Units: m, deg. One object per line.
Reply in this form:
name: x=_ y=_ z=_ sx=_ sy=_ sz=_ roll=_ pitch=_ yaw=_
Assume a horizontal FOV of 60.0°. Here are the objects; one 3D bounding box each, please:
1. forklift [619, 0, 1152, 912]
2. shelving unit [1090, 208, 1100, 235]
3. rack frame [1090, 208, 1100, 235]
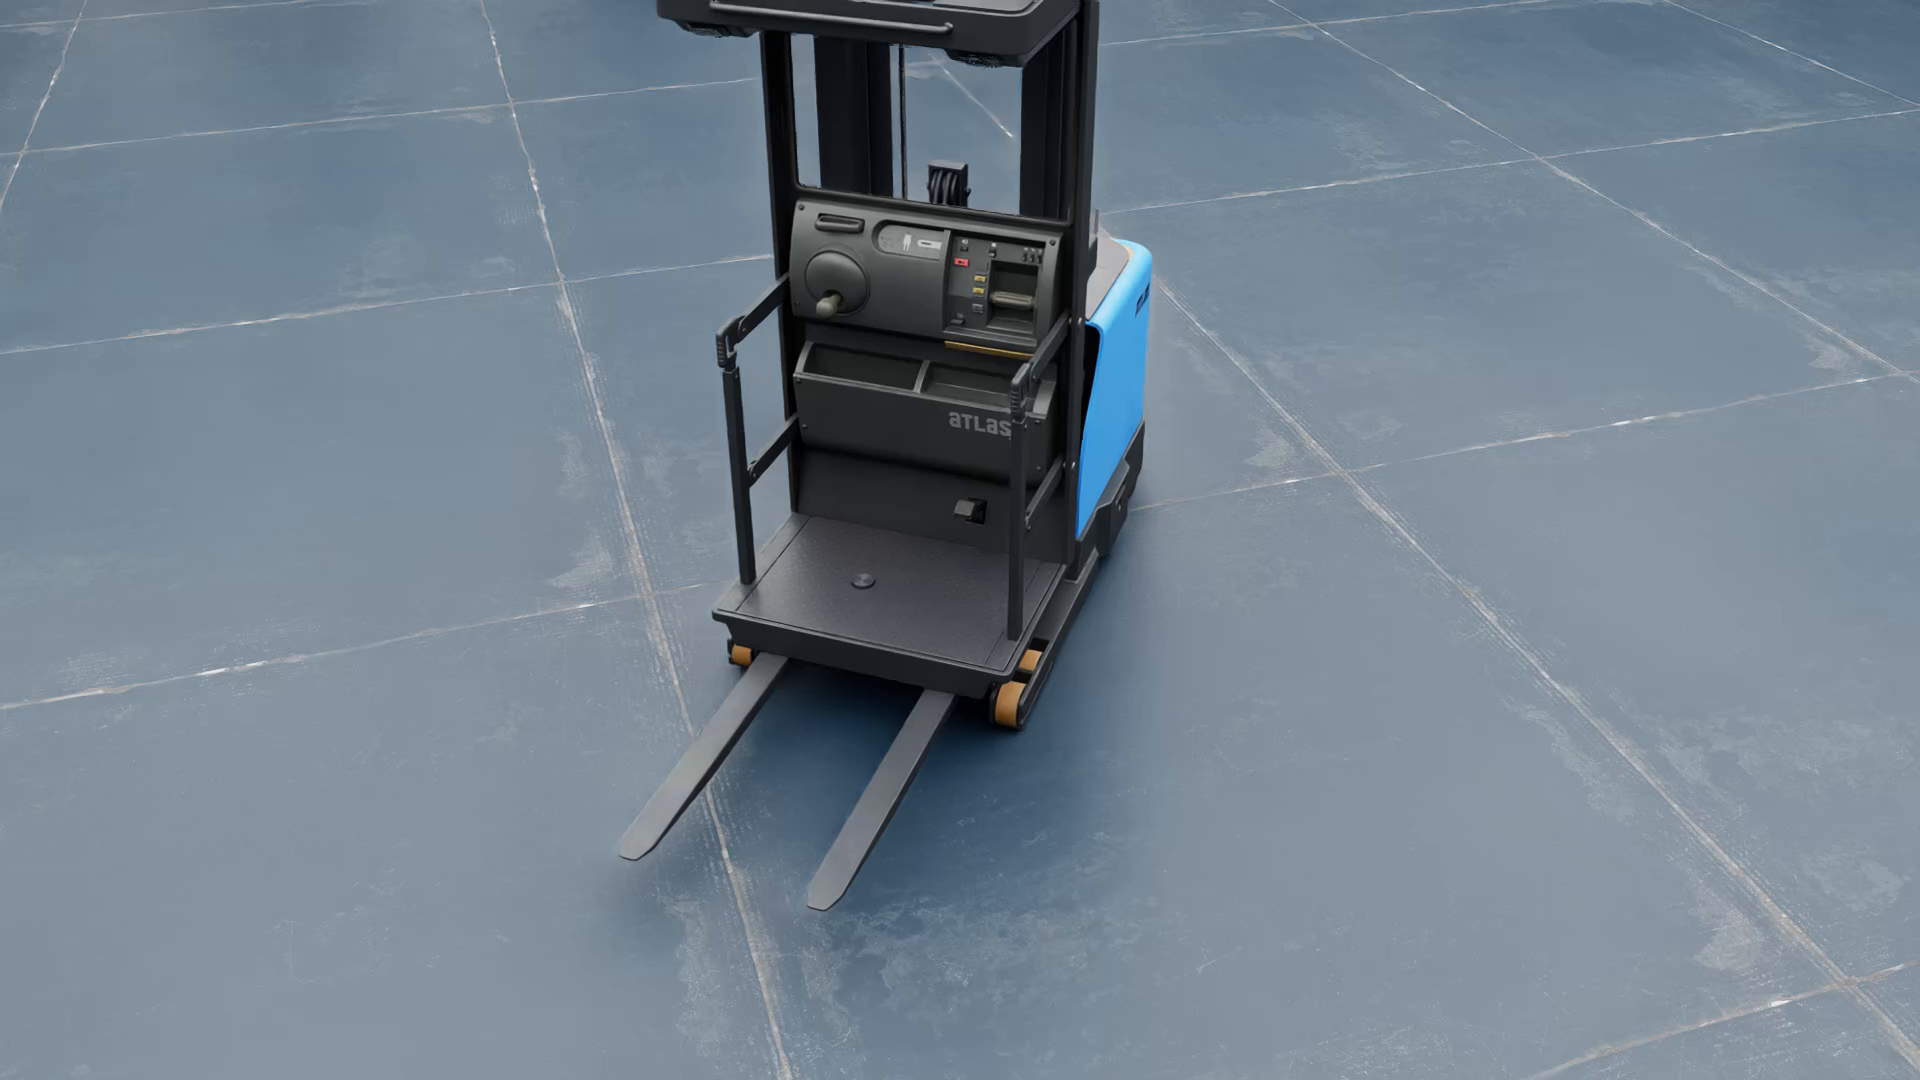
forklift: x=-0.195 y=-0.826 z=5.342 sx=1.130 sy=2.935 sz=3.031 roll=11 pitch=35 yaw=16
shelving unit: x=0.421 y=-0.910 z=7.167 sx=0.215 sy=1.050 sz=0.252 roll=19 pitch=36 yaw=27
rack frame: x=0.486 y=-0.963 z=7.255 sx=0.200 sy=1.050 sz=0.008 roll=19 pitch=36 yaw=27
